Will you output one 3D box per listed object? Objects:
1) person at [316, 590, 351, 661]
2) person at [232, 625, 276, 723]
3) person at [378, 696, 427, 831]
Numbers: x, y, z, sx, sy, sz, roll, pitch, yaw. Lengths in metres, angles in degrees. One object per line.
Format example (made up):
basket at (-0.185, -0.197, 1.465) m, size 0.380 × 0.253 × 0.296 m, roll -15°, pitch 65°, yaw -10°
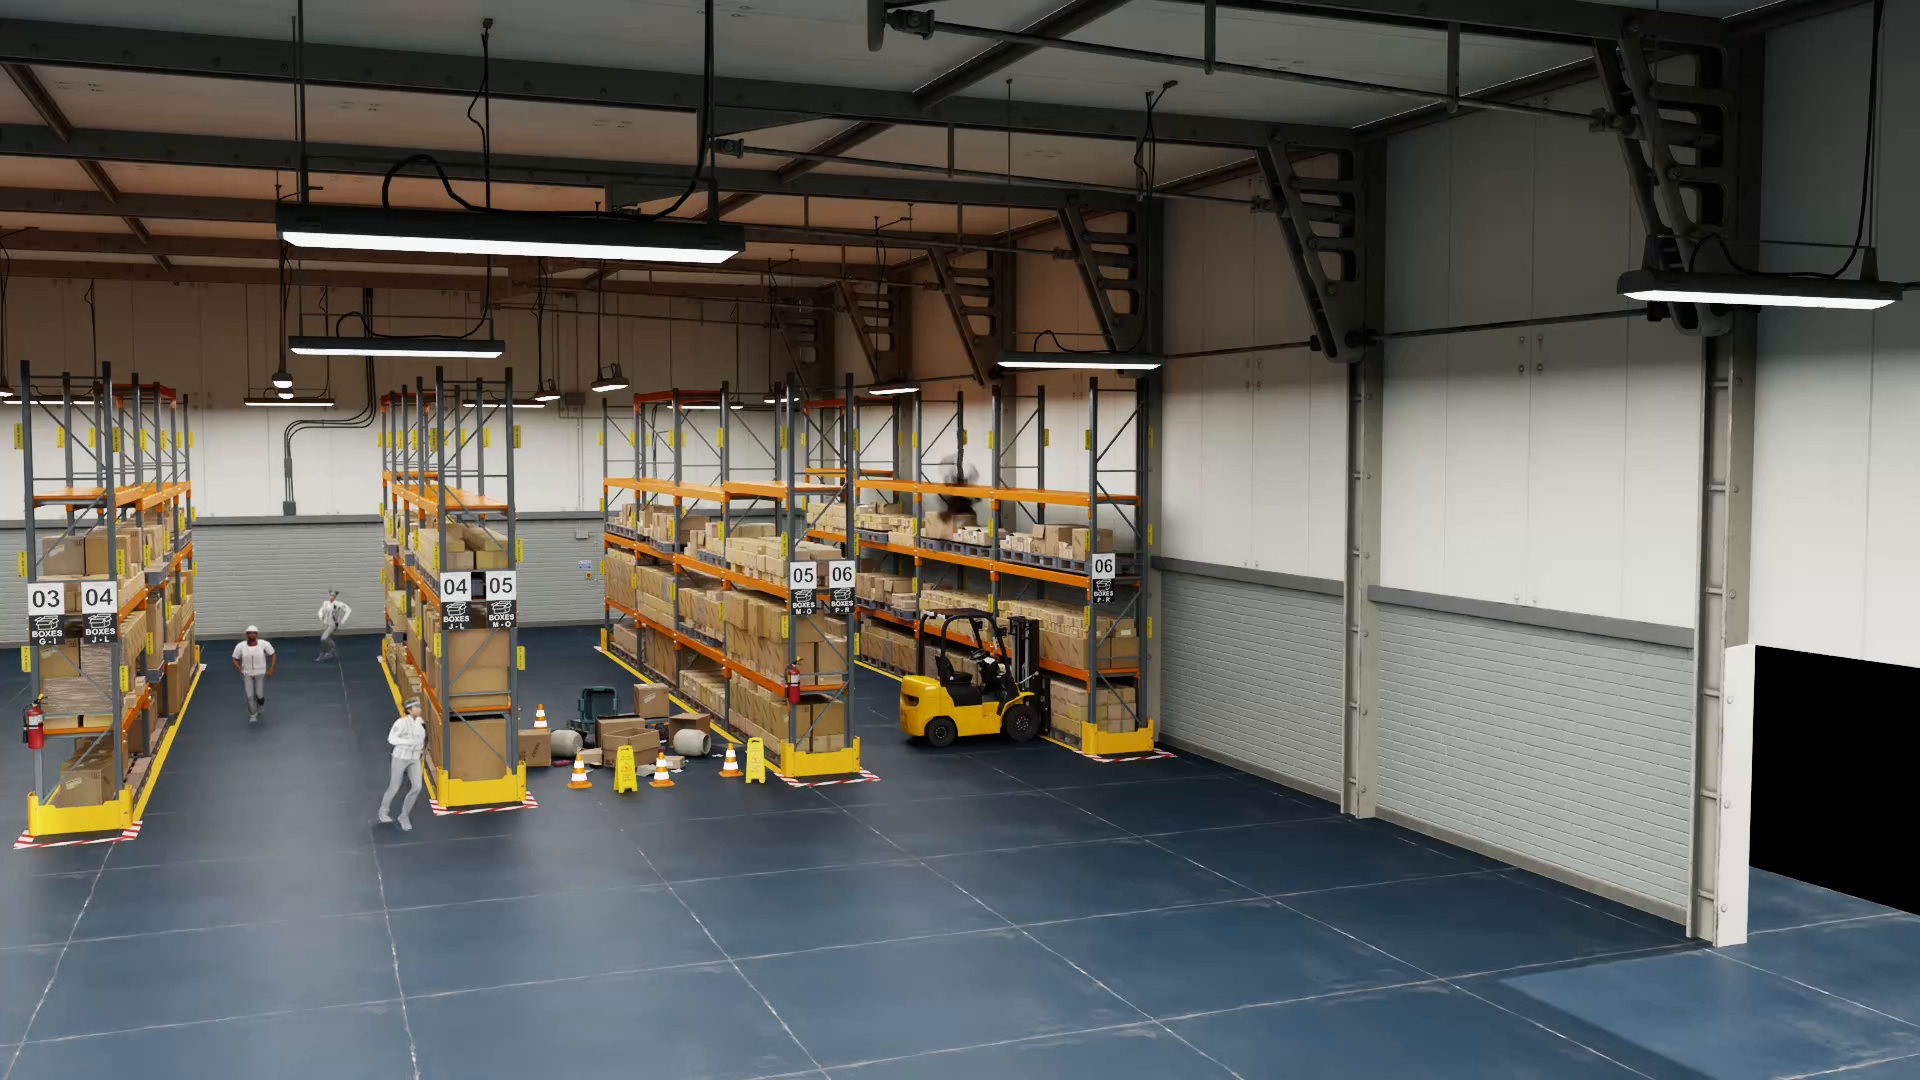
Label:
person at (-14.262, 1.937, 37.790) m, size 0.743 × 1.653 × 0.723 m, roll 1°, pitch 4°, yaw 19°
person at (-12.532, 2.369, 29.519) m, size 0.726 × 1.720 × 0.618 m, roll -1°, pitch 4°, yaw -21°
person at (-7.158, 2.878, 21.608) m, size 0.695 × 1.708 × 0.620 m, roll 3°, pitch 5°, yaw 43°
